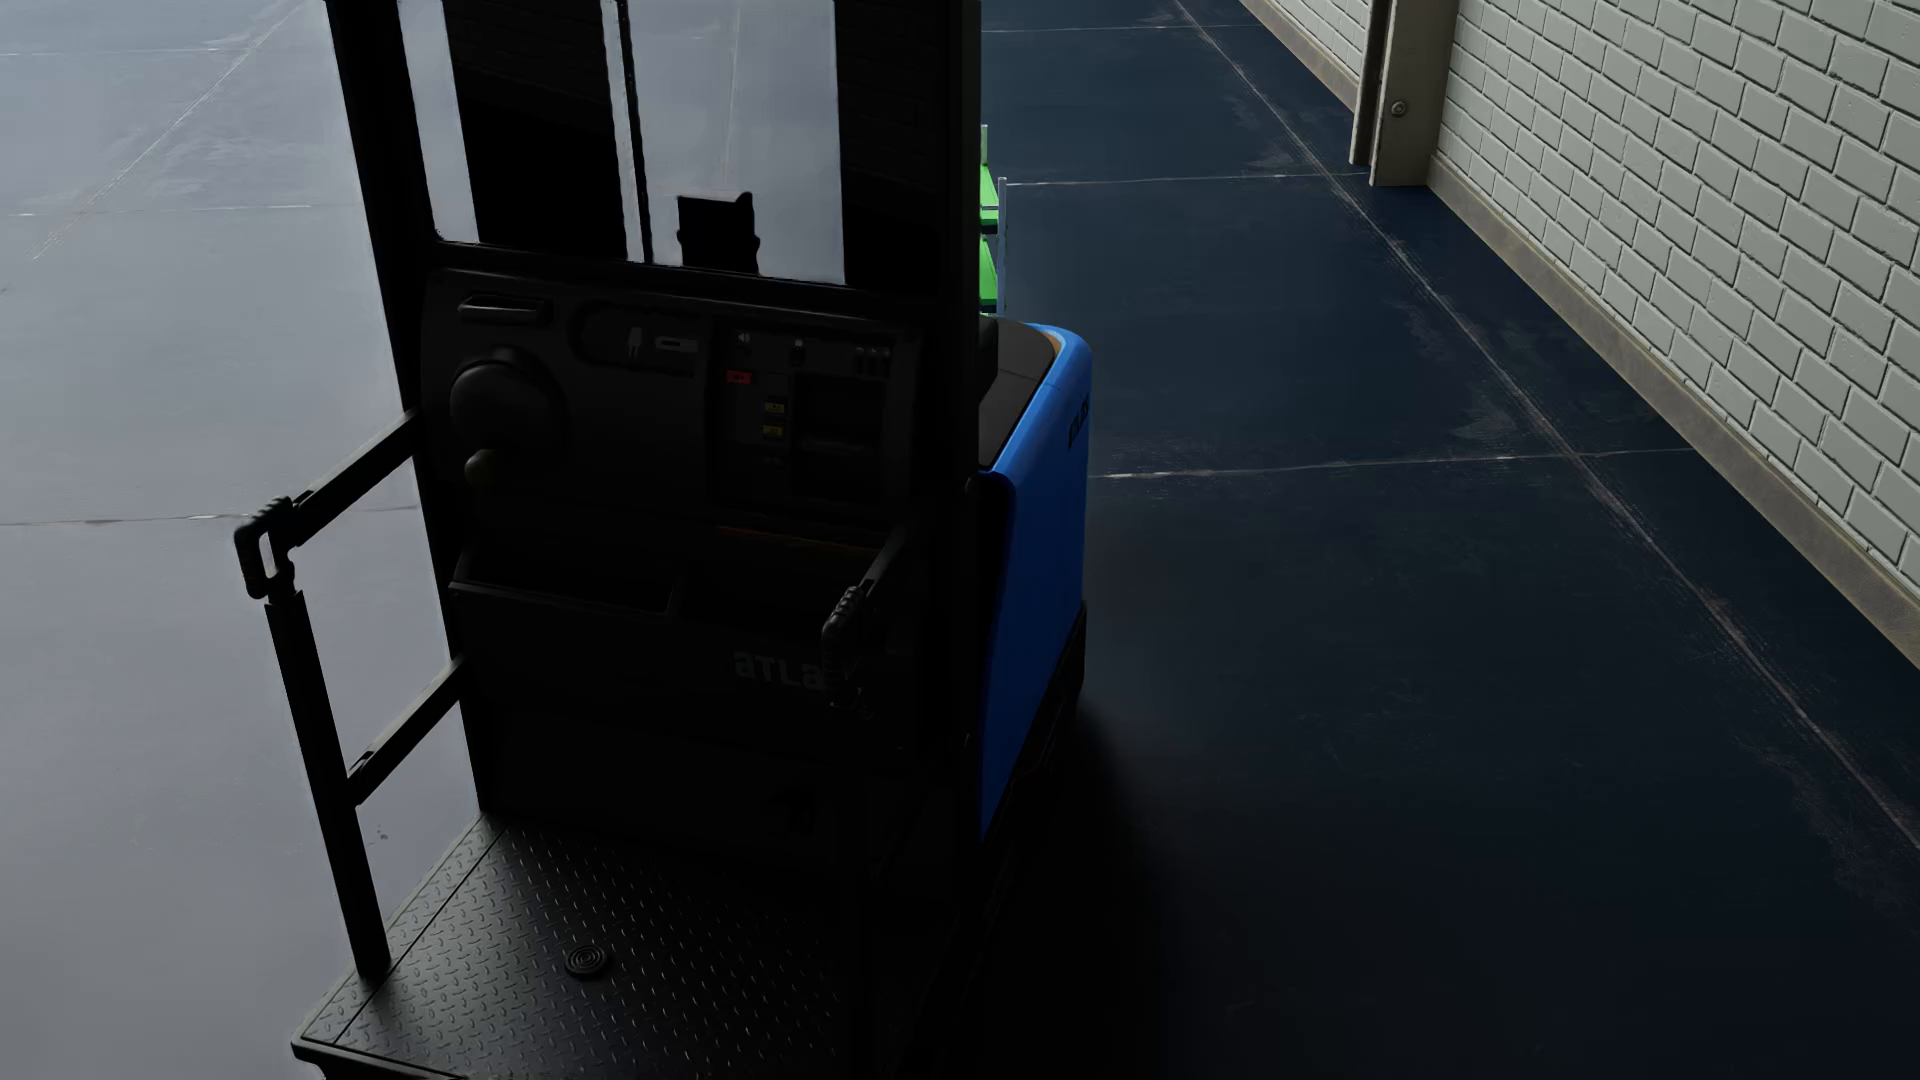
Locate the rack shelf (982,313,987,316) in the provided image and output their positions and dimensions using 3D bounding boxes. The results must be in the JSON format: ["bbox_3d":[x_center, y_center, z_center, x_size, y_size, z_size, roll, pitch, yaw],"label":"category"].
[{"bbox_3d":[-0.016,-0.545,5.117,0.258,0.148,0.480,-3,31,-5],"label":"rack shelf"}]

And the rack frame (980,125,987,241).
[{"bbox_3d":[-0.038,-0.724,5.292,0.240,1.200,0.015,-3,31,-5],"label":"rack frame"}]

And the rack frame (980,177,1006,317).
[{"bbox_3d":[0.007,-0.475,4.875,0.240,1.200,0.015,-3,31,-5],"label":"rack frame"}]

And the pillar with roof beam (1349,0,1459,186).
[{"bbox_3d":[-2.130,-5.499,5.681,9.100,9.000,0.400,-3,31,-5],"label":"pillar with roof beam"}]

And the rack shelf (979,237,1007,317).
[{"bbox_3d":[-0.016,-0.751,4.994,0.258,0.148,0.480,-3,31,-5],"label":"rack shelf"}]

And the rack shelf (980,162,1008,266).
[{"bbox_3d":[-0.016,-0.957,4.870,0.258,0.148,0.480,-3,31,-5],"label":"rack shelf"}]

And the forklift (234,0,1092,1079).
[{"bbox_3d":[-0.573,-0.193,2.714,1.130,2.935,3.031,9,32,14],"label":"forklift"}]

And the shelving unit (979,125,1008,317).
[{"bbox_3d":[-0.016,-0.600,5.084,0.258,1.200,0.503,-3,31,-5],"label":"shelving unit"}]
